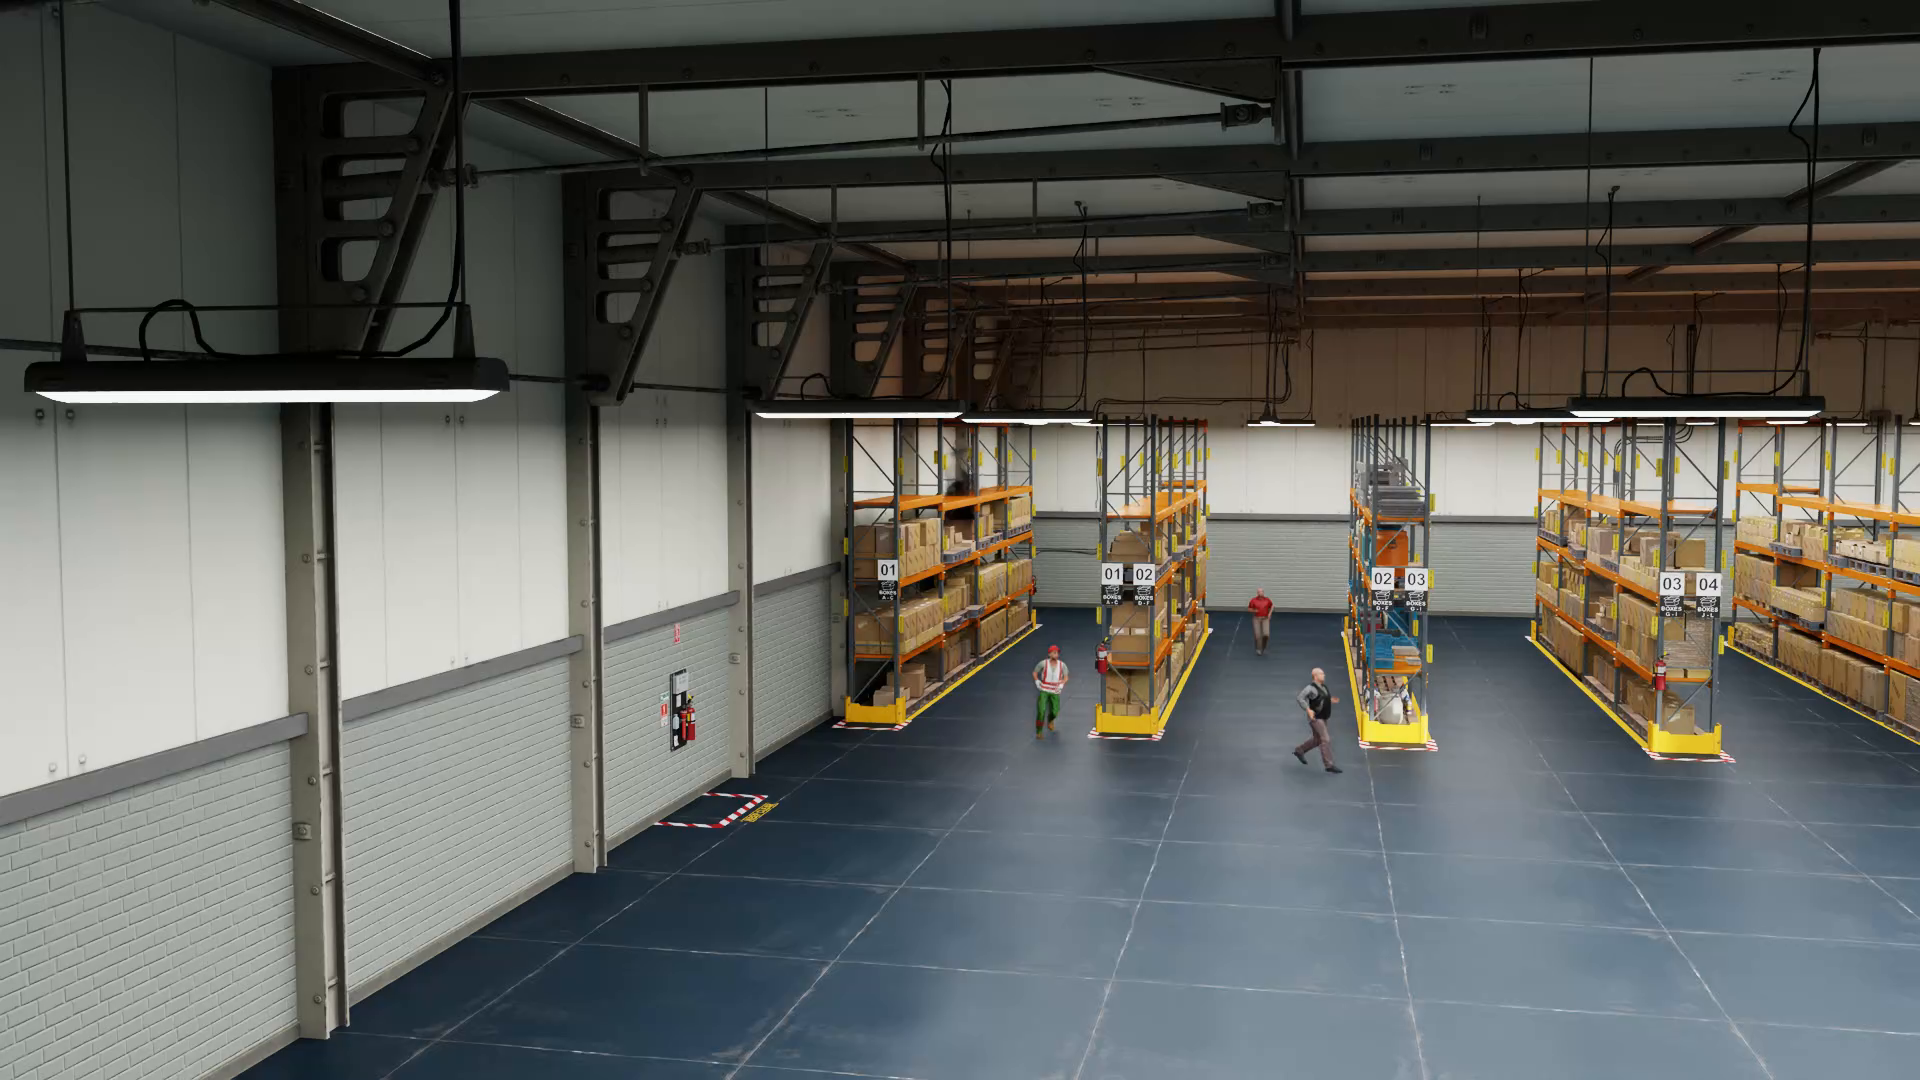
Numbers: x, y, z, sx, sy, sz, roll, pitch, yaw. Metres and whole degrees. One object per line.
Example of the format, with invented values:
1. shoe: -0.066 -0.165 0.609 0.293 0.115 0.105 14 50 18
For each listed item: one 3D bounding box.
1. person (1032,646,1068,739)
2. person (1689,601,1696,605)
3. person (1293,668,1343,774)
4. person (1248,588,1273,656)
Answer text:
1. person: 1.686 2.817 31.013 0.671 1.703 0.602 0 4 -3
2. person: 18.821 1.990 42.687 0.661 1.797 0.970 1 4 13
3. person: 5.982 2.990 27.770 0.971 1.703 0.657 3 5 38
4. person: 7.615 2.081 42.027 0.644 1.740 0.660 0 4 5
